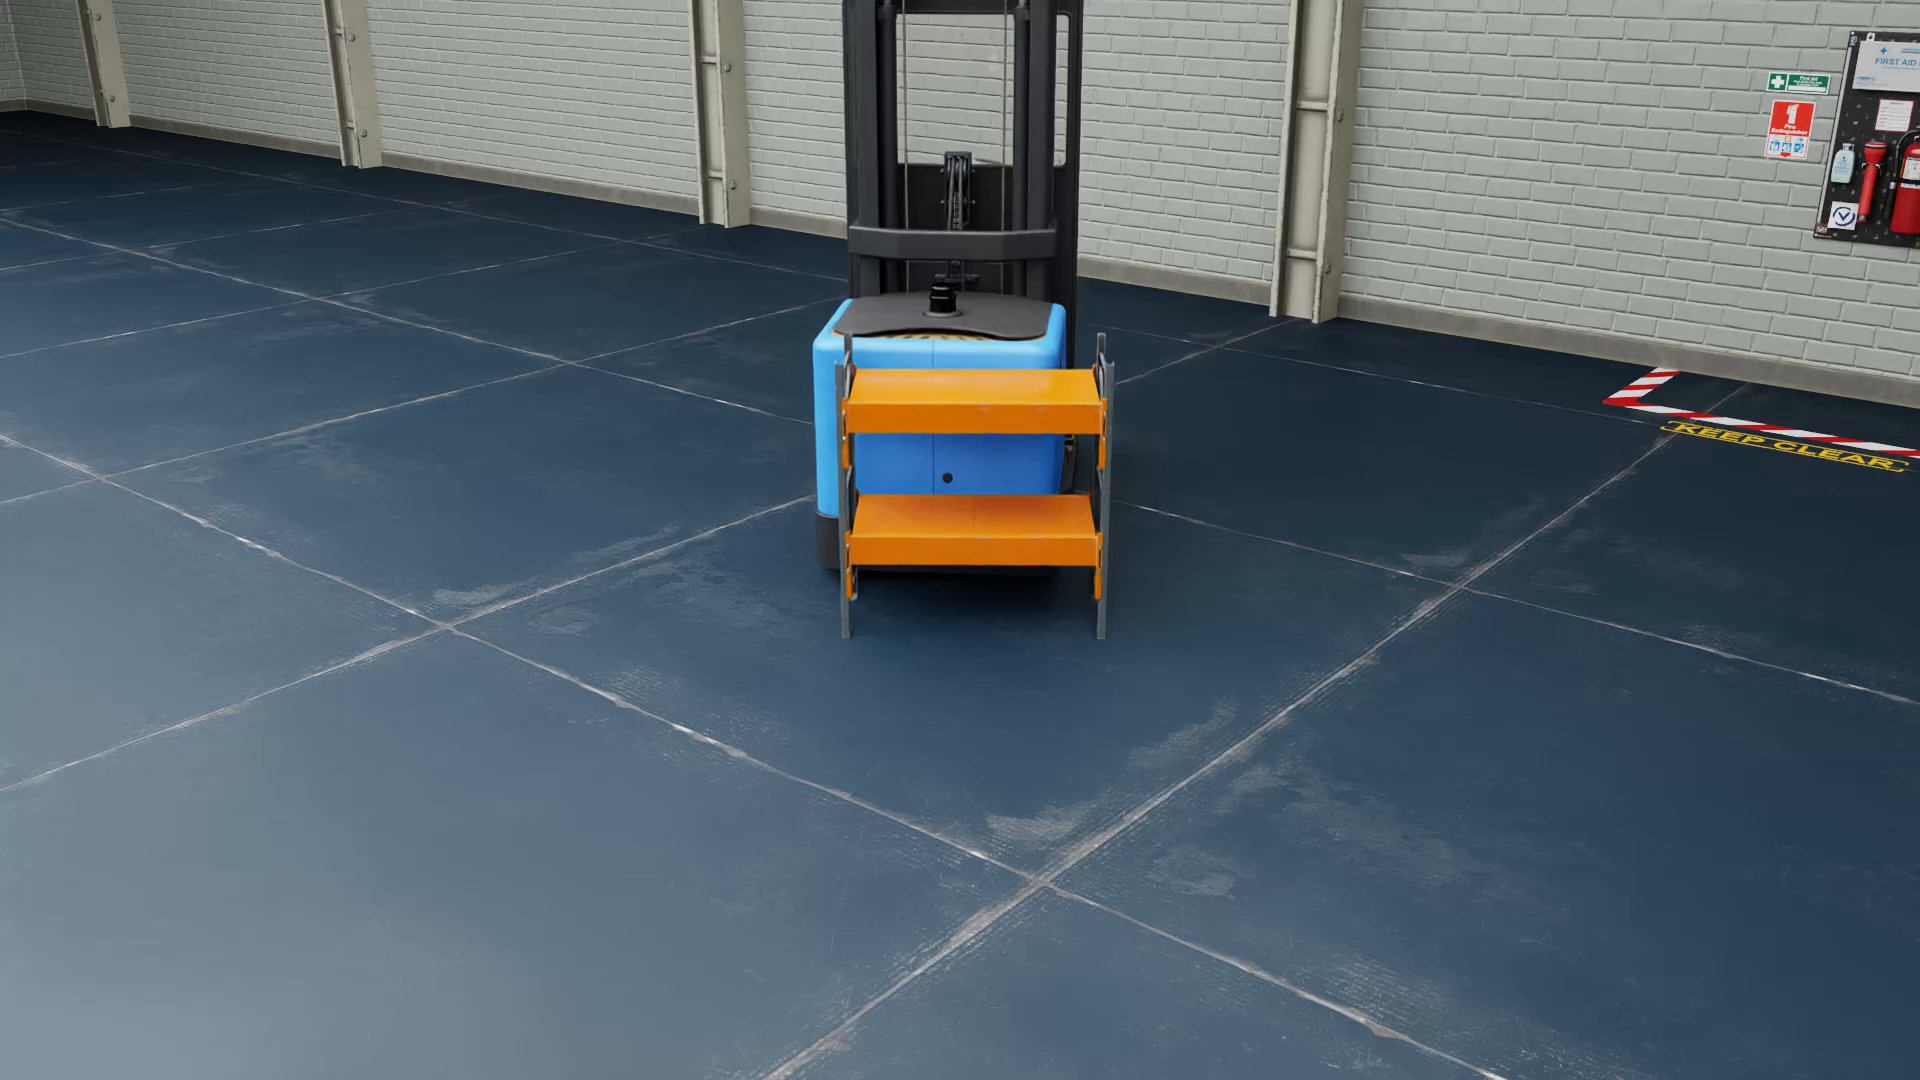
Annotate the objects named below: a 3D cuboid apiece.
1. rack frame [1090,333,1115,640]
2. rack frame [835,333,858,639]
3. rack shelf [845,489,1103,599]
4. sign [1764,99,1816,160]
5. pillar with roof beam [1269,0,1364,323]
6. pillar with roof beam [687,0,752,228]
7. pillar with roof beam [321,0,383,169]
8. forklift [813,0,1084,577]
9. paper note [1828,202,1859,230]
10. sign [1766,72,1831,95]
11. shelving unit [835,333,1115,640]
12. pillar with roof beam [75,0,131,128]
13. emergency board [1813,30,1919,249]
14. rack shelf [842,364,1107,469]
[{"bbox_3d":[0.565,-0.216,6.647,0.032,1.125,0.500,0,21,1],"label":"rack frame"},{"bbox_3d":[-0.452,-0.220,6.657,0.032,1.125,0.500,0,21,1],"label":"rack frame"},{"bbox_3d":[0.056,0.011,6.738,1.000,0.278,0.538,0,21,1],"label":"rack shelf"},{"bbox_3d":[4.863,-2.406,9.746,0.234,0.329,0.001,16,26,36],"label":"sign"},{"bbox_3d":[-0.254,-4.645,7.232,0.400,9.000,9.100,16,26,36],"label":"pillar with roof beam"},{"bbox_3d":[-4.902,-5.983,10.781,0.400,9.000,9.100,16,26,36],"label":"pillar with roof beam"},{"bbox_3d":[-9.550,-7.322,14.331,0.400,9.000,9.100,16,26,36],"label":"pillar with roof beam"},{"bbox_3d":[0.036,-1.694,8.006,1.130,2.935,3.031,2,21,5],"label":"forklift"},{"bbox_3d":[5.133,-1.884,9.661,0.142,0.148,0.016,16,26,36],"label":"paper note"},{"bbox_3d":[4.861,-2.650,9.644,0.331,0.109,0.001,16,26,36],"label":"sign"},{"bbox_3d":[0.056,-0.218,6.652,1.048,1.125,0.538,0,21,1],"label":"shelving unit"},{"bbox_3d":[-14.199,-8.661,17.881,0.400,9.000,9.100,16,26,36],"label":"pillar with roof beam"},{"bbox_3d":[5.226,-2.238,9.351,0.643,1.169,0.194,16,26,36],"label":"emergency board"},{"bbox_3d":[0.056,-0.492,6.549,1.000,0.278,0.538,0,21,1],"label":"rack shelf"}]
